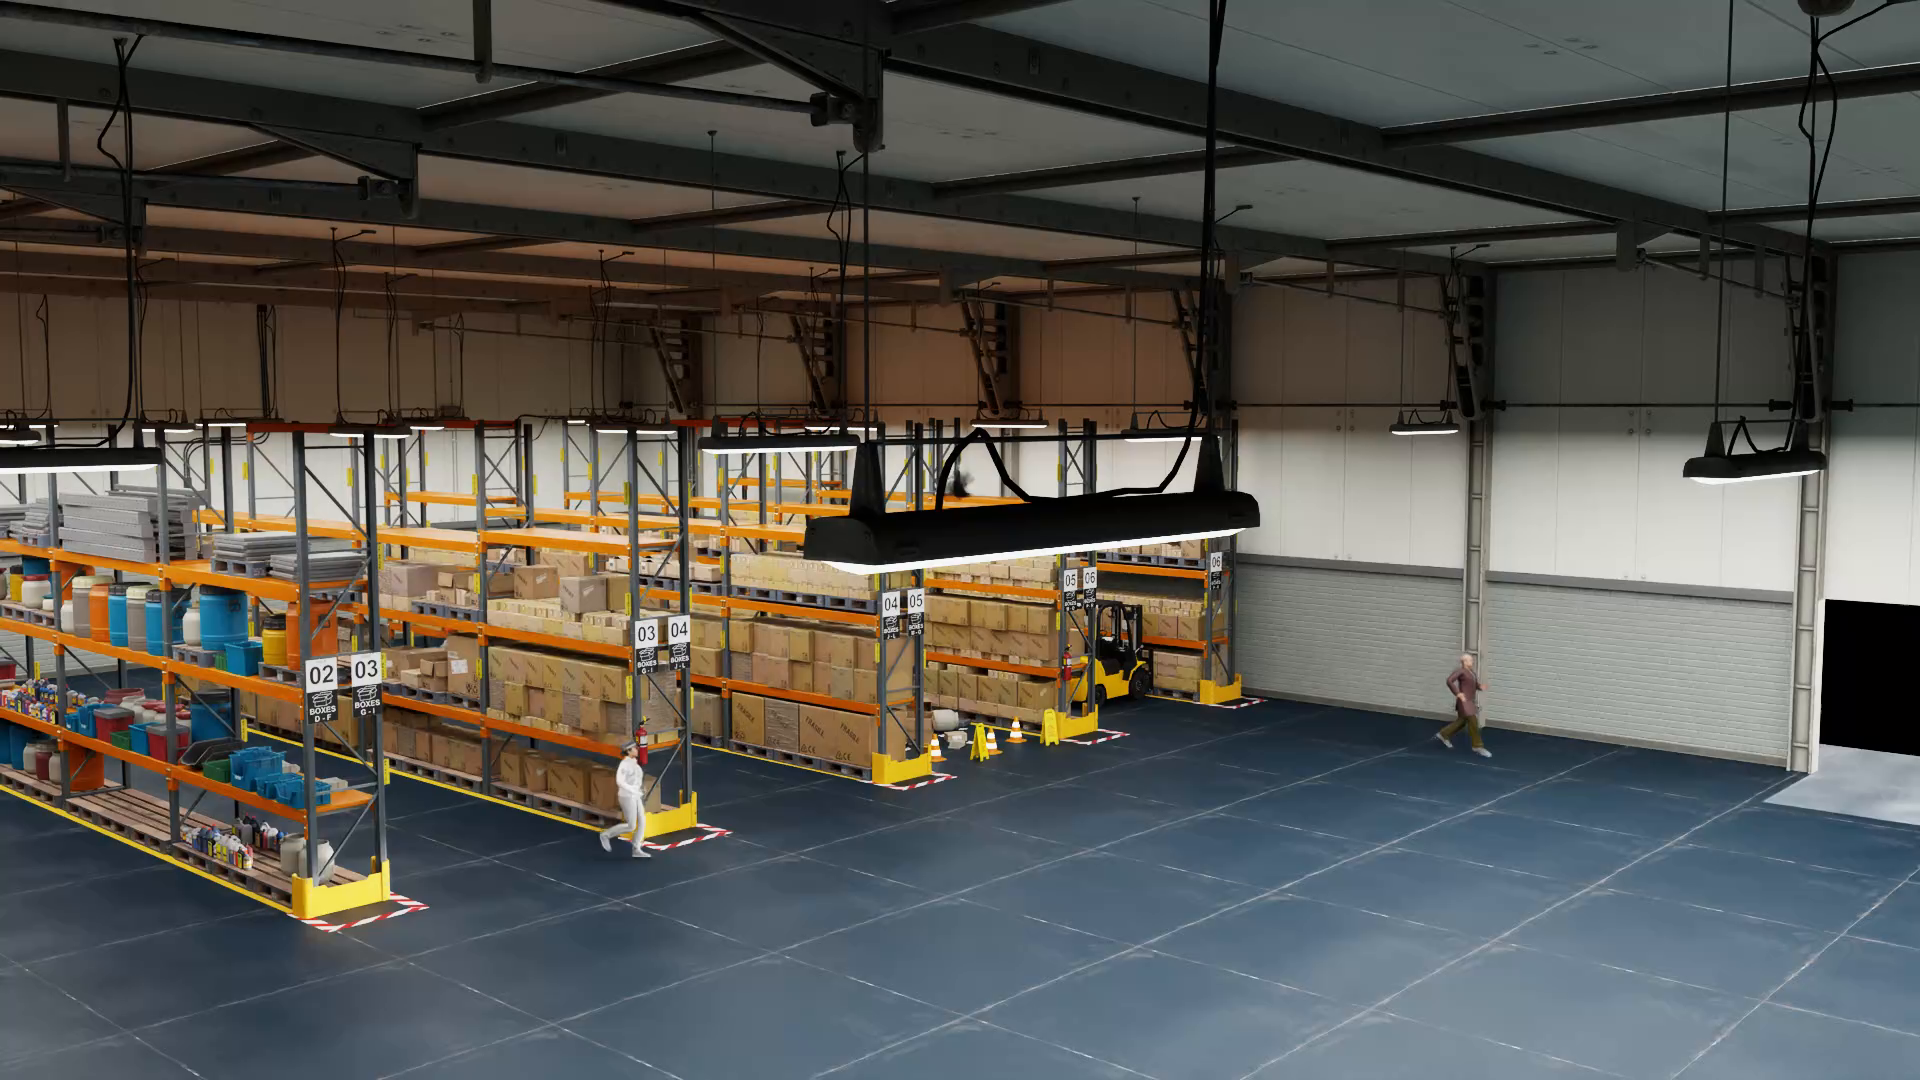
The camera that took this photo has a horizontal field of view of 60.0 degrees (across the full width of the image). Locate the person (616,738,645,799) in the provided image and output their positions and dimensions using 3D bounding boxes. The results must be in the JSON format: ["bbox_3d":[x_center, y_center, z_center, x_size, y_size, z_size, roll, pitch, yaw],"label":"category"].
[{"bbox_3d":[-4.602,3.237,23.304,0.411,0.906,0.665,1,5,6],"label":"person"}]

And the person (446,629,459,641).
[{"bbox_3d":[-10.320,2.654,34.245,0.533,1.817,0.796,-4,6,-42],"label":"person"}]

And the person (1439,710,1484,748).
[{"bbox_3d":[9.104,3.249,30.179,0.840,0.978,0.378,3,5,31],"label":"person"}]
